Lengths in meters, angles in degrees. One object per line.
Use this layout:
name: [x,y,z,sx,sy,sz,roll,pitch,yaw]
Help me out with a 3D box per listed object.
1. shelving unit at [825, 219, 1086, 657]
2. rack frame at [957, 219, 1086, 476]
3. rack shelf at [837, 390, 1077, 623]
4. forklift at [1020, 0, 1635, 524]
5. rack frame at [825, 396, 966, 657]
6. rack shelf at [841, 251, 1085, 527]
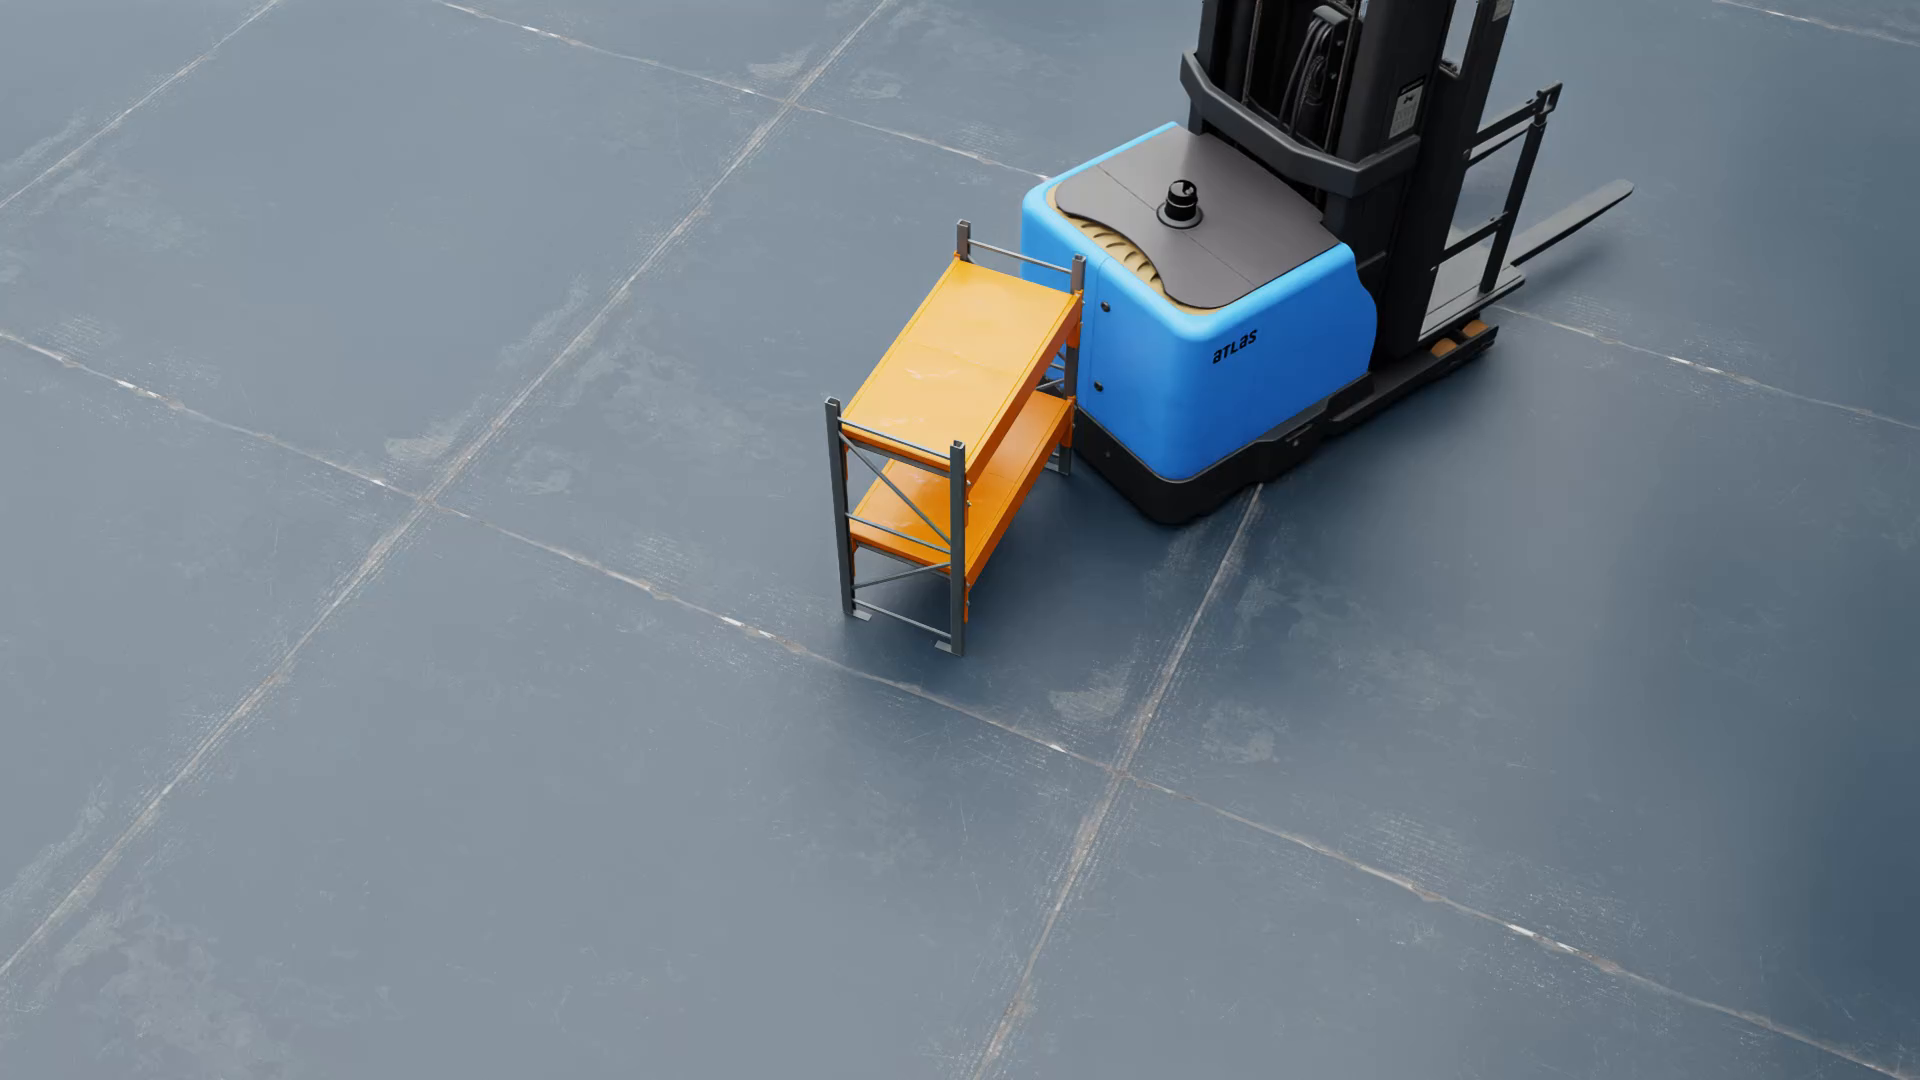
shelving unit: [0.003,-0.369,6.141,0.538,1.125,1.048,20,52,16]
rack frame: [0.220,-0.719,6.439,0.500,1.125,0.032,20,52,16]
rack shelf: [0.003,-0.211,6.327,0.538,0.278,1.000,20,52,16]
forklift: [1.702,-1.946,6.297,3.031,2.935,1.130,-30,56,-23]
rack frame: [-0.214,-0.019,5.843,0.500,1.125,0.032,20,52,16]
rack shelf: [0.003,-0.559,5.918,0.538,0.278,1.000,20,52,16]
